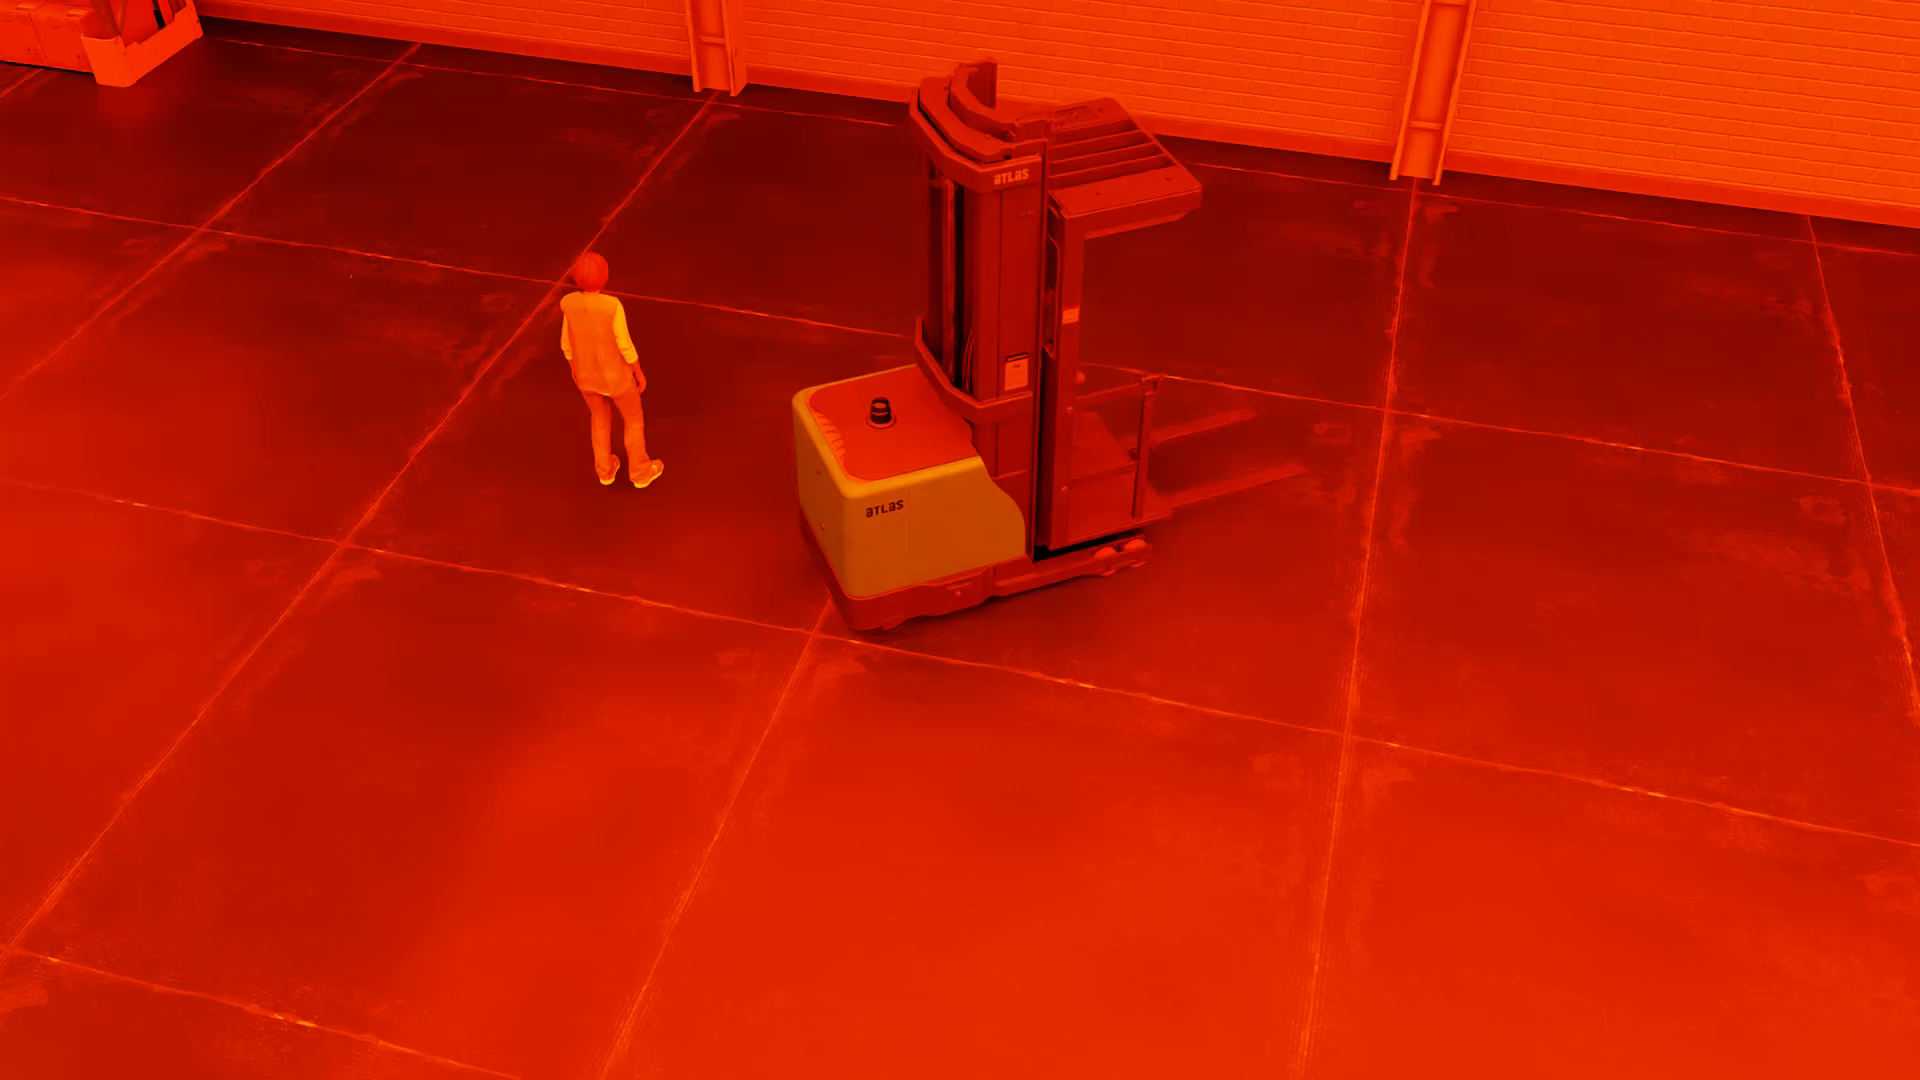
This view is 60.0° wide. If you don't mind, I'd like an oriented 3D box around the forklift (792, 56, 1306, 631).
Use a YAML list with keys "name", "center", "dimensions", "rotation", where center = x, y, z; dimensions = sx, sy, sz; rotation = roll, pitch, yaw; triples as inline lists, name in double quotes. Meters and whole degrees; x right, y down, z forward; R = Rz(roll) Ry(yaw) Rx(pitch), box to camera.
- name: "forklift"
  center: [0.604, -1.204, 9.235]
  dimensions: [3.031, 2.935, 1.130]
  rotation: [-15, 43, -16]

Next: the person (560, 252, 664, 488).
- name: "person"
  center: [-2.130, -0.993, 10.011]
  dimensions: [0.474, 1.592, 0.348]
  rotation: [9, 42, 10]
